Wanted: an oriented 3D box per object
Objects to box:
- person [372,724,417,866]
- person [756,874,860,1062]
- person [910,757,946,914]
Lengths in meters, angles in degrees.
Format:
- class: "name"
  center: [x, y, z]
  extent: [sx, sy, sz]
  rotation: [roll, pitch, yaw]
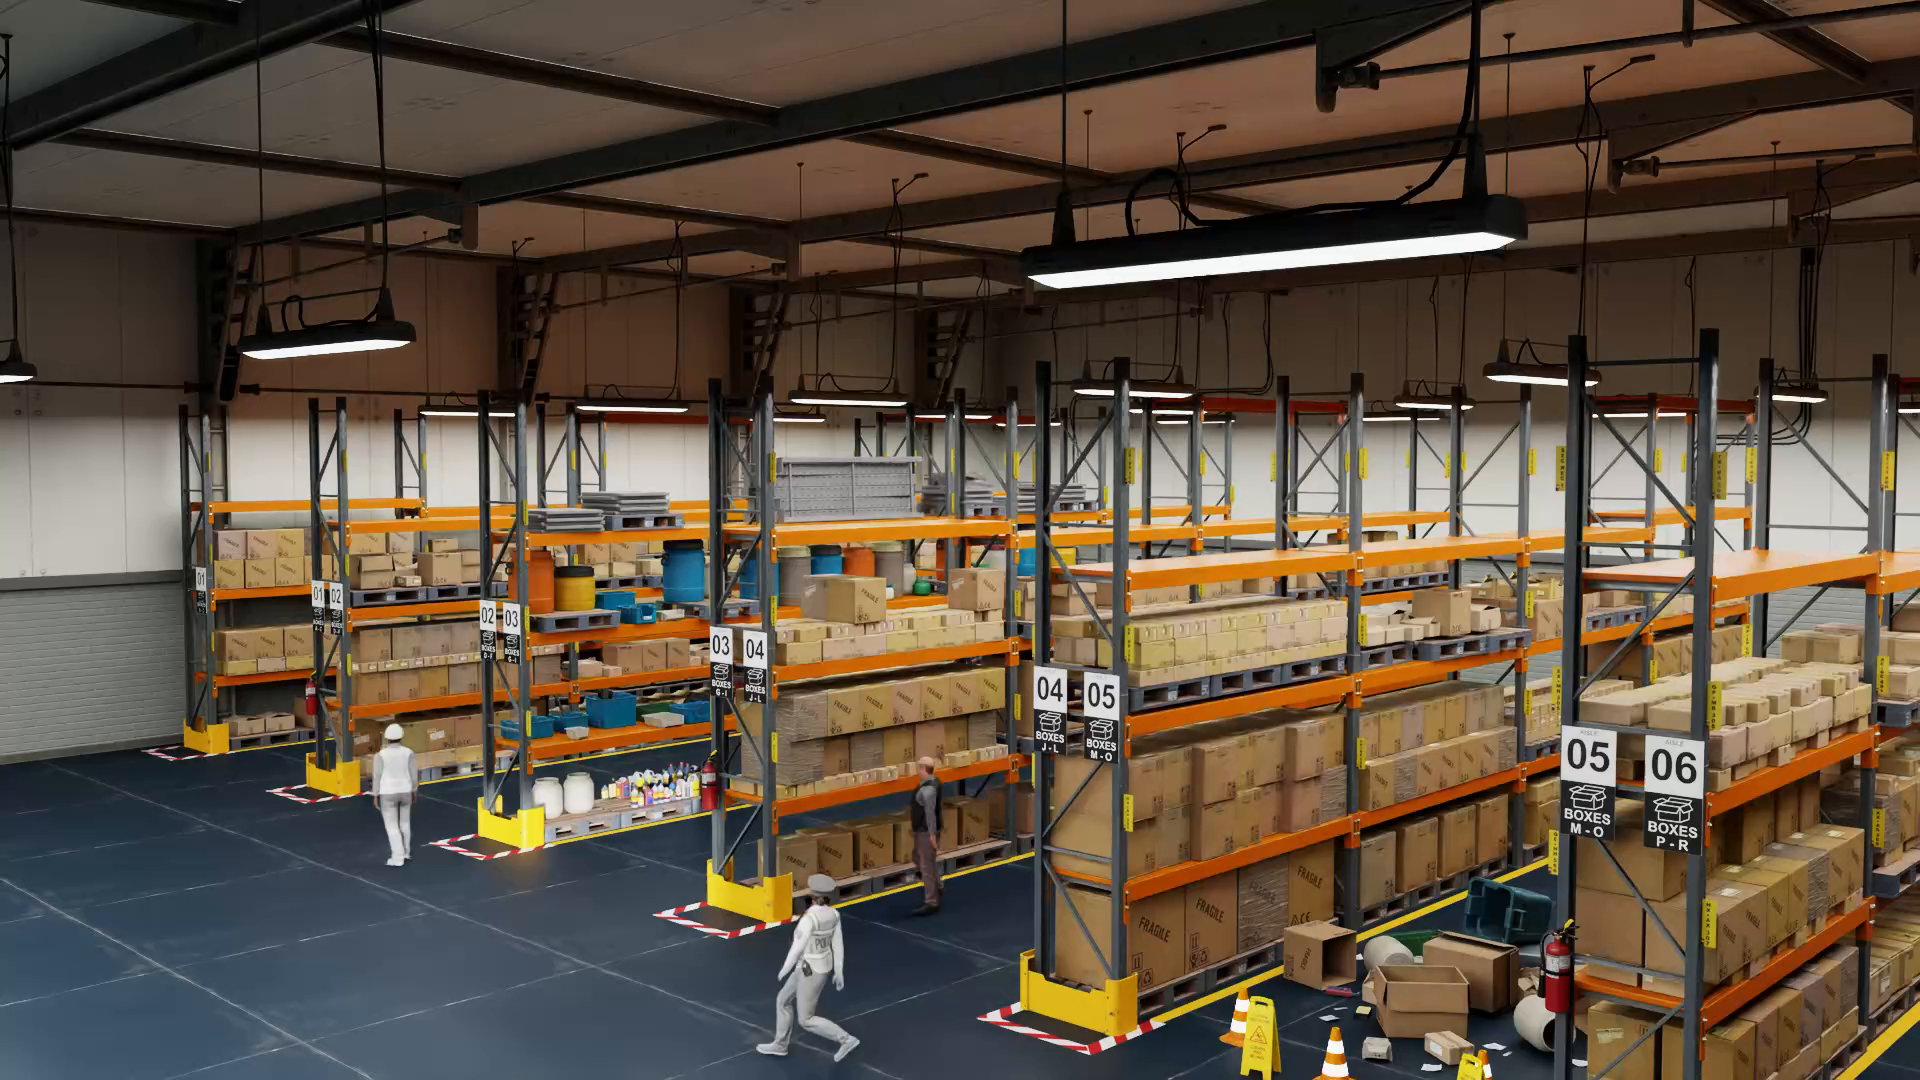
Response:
- class: "person"
  center: [-7.137, 3.178, 20.891]
  extent: [0.568, 1.775, 0.592]
  rotation: [2, 4, 38]
- class: "person"
  center: [-1.310, 3.629, 14.101]
  extent: [0.929, 1.569, 0.409]
  rotation: [0, 3, 9]
- class: "person"
  center: [-0.361, 3.304, 18.767]
  extent: [0.405, 1.726, 0.592]
  rotation: [0, 3, 2]
